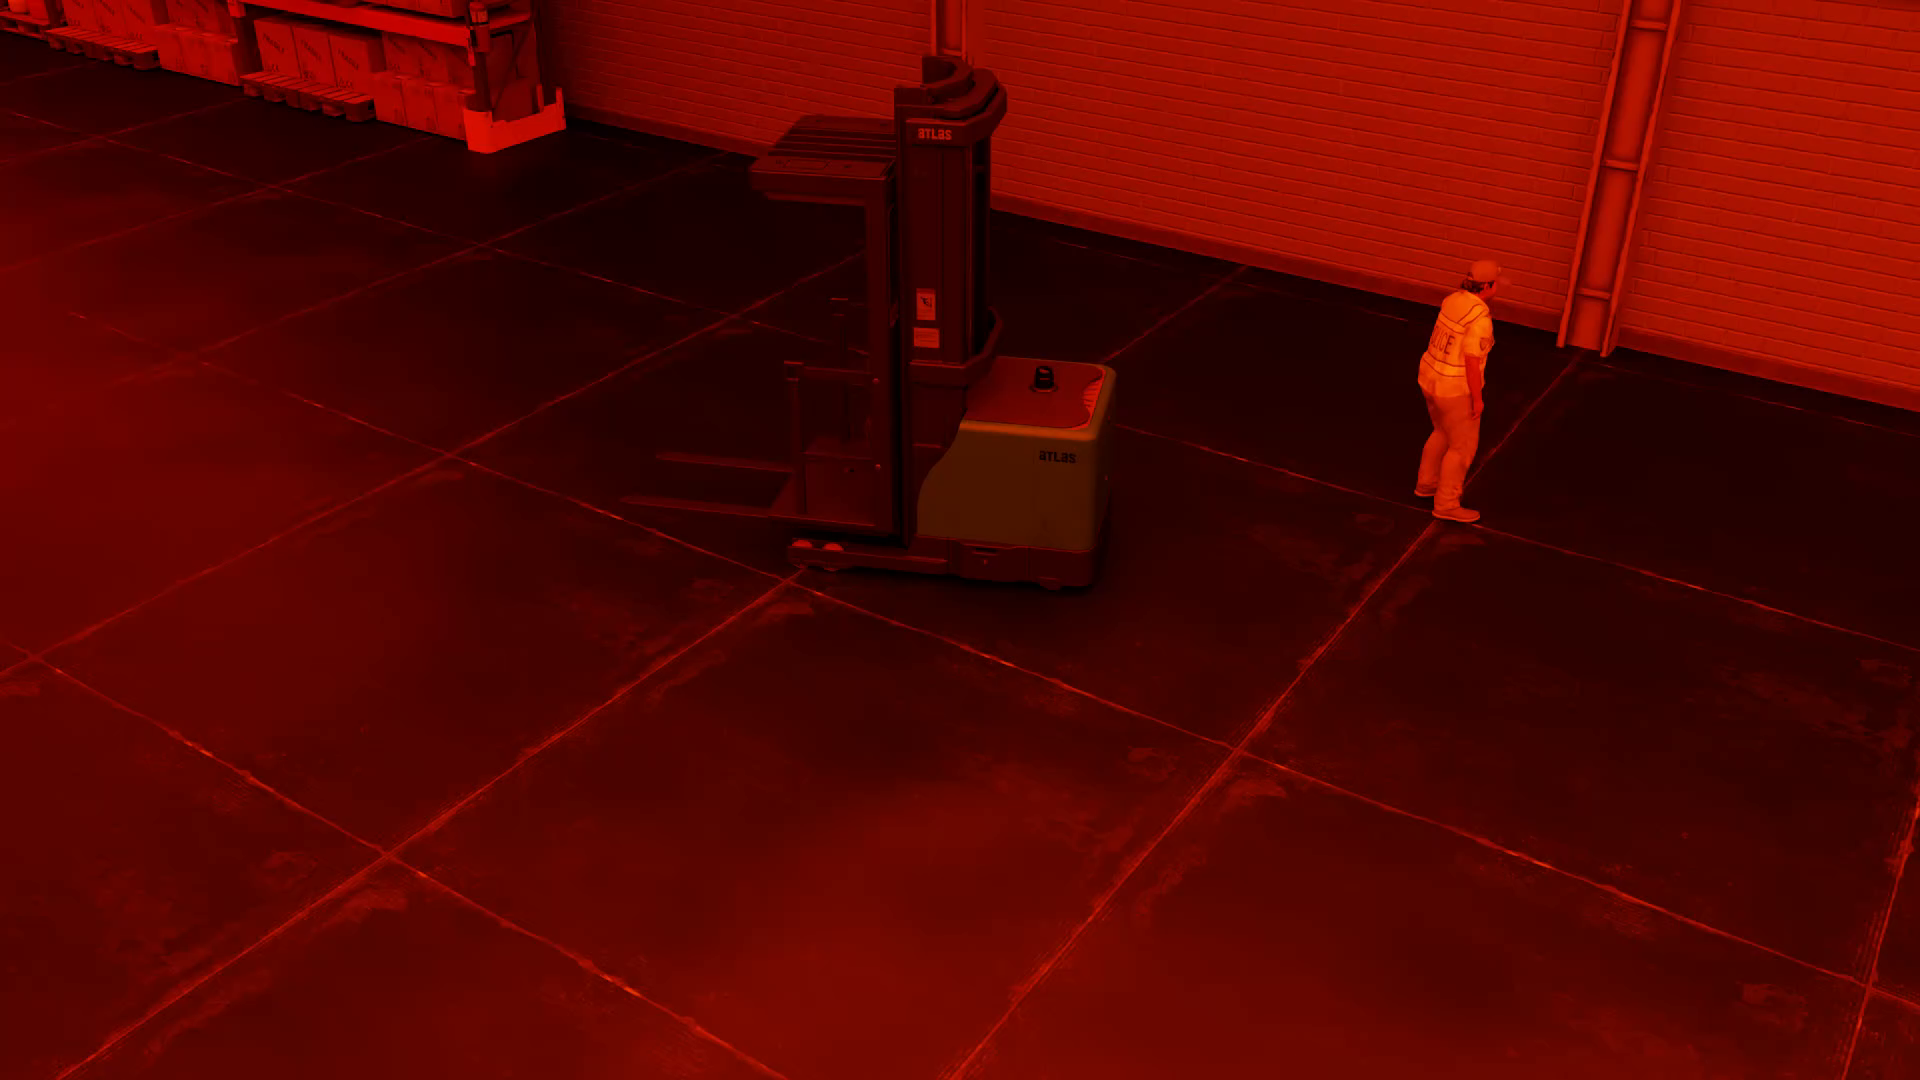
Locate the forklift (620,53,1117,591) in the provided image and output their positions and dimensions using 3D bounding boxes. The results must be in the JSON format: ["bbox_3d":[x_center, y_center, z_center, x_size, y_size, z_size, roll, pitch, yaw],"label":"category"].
[{"bbox_3d":[-0.596,-1.330,9.871,3.031,2.935,1.130,6,31,10],"label":"forklift"}]

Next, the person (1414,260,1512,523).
[{"bbox_3d":[3.158,-0.959,10.495,0.470,1.665,0.562,-5,31,-9],"label":"person"}]
